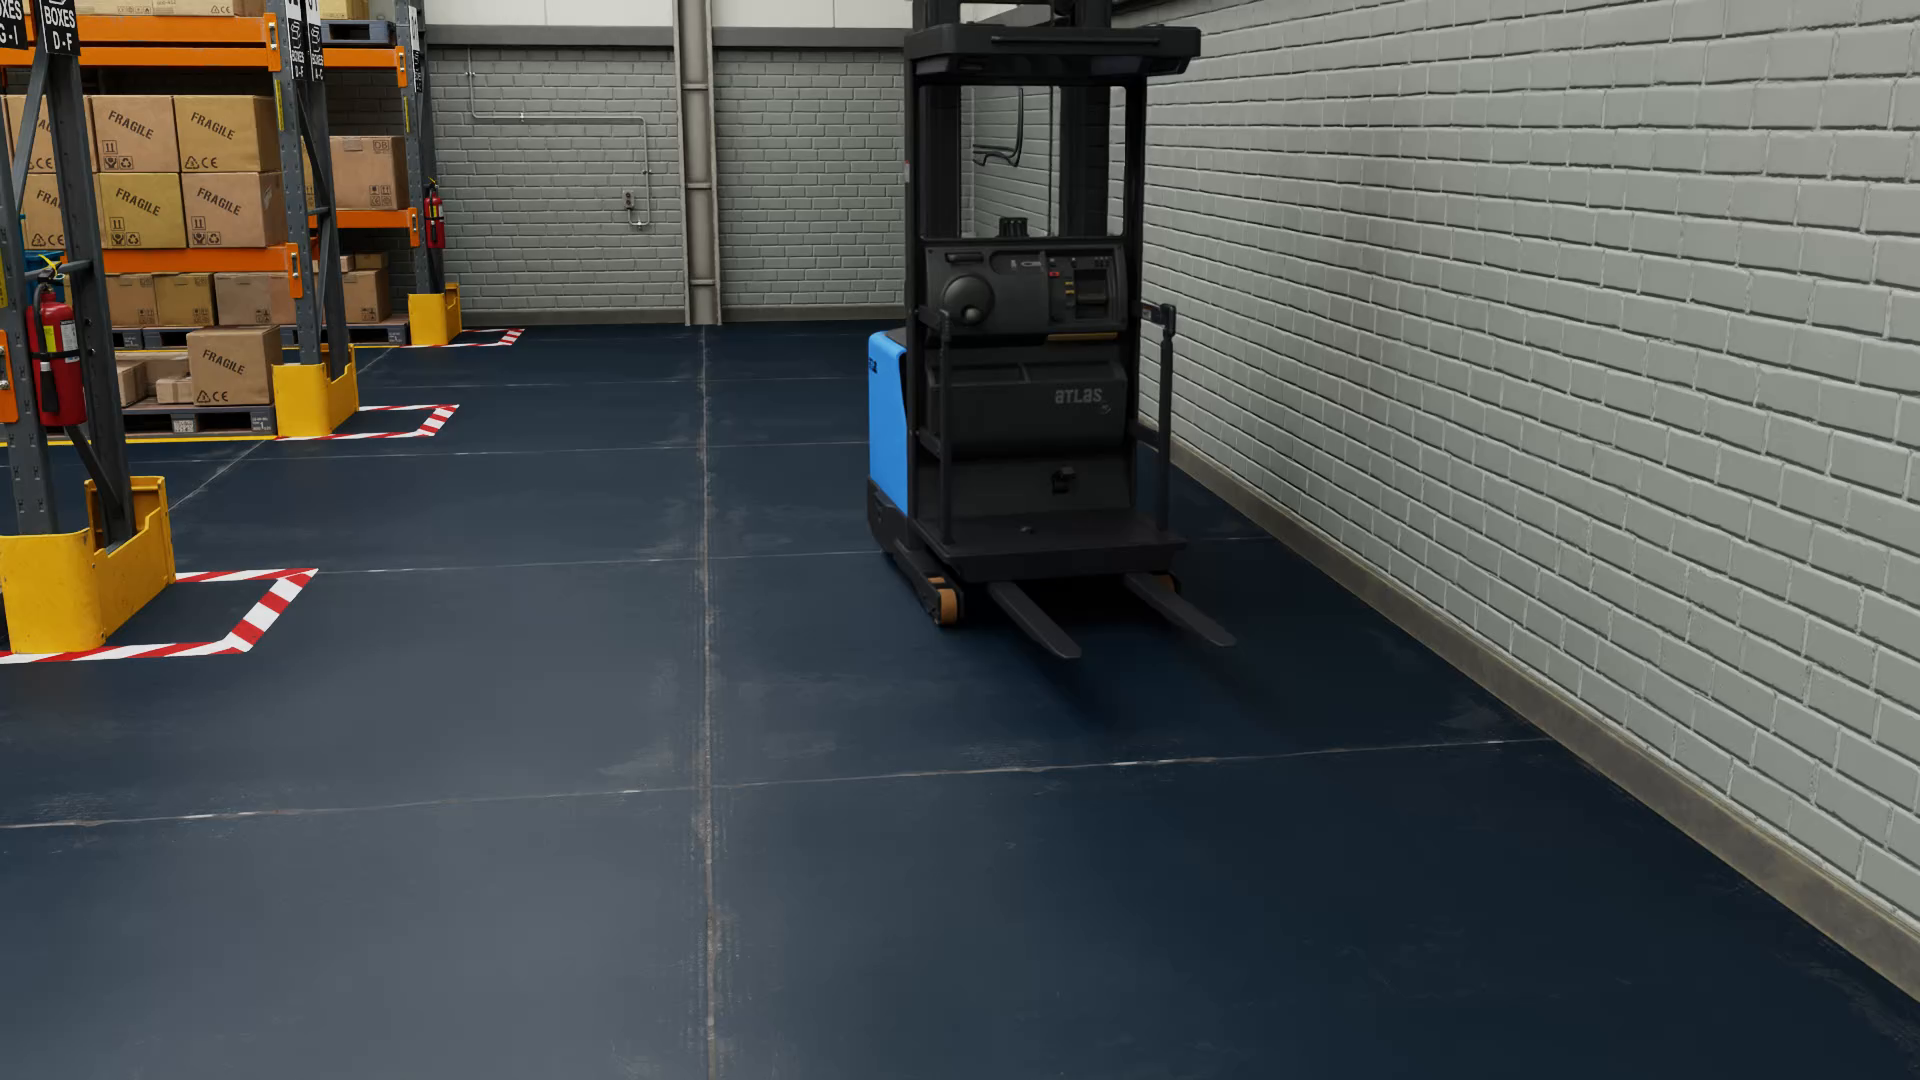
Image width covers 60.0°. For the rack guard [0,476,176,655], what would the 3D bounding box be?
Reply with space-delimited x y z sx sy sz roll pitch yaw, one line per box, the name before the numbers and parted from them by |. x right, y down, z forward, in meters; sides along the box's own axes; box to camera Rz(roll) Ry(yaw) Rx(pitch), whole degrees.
rack guard | -3.837 0.085 7.357 0.348 0.500 1.175 -2 14 -8

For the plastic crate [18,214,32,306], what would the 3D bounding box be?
plastic crate | -4.162 -1.113 6.798 0.499 0.435 0.616 -2 14 -8

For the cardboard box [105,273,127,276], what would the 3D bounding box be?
cardboard box | -8.169 -2.639 16.020 0.250 0.149 0.380 -2 14 -6

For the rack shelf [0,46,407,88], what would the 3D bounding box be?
rack shelf | -7.312 -4.541 15.973 4.000 0.370 1.077 -2 14 -8

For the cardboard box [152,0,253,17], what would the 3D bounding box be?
cardboard box | -5.062 -3.616 11.115 0.500 0.250 0.500 -2 14 -8

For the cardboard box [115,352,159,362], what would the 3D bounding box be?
cardboard box | -6.162 -1.208 12.119 0.500 0.250 0.500 -2 14 -8

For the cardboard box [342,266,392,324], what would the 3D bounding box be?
cardboard box | -6.012 -2.449 16.595 0.500 0.500 0.700 -2 14 -8

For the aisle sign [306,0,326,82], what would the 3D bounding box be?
aisle sign | -4.569 -3.650 11.764 0.004 0.787 0.394 -2 14 -8

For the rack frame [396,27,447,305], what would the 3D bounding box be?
rack frame | -5.335 -3.507 16.539 0.127 3.000 1.000 -2 14 -8

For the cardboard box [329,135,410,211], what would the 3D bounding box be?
cardboard box | -5.837 -3.632 16.420 0.700 0.700 0.980 -1 14 -6

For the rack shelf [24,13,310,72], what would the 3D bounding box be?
rack shelf | -6.571 -3.349 11.222 4.000 0.370 1.077 -2 14 -8

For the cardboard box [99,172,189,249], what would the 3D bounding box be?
cardboard box | -5.508 -2.263 11.372 0.500 0.500 0.500 -2 14 -8

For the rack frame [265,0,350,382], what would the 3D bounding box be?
rack frame | -4.593 -2.316 11.789 0.127 3.000 1.000 -2 14 -8

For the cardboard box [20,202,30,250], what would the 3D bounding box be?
cardboard box | -6.500 -2.228 11.233 0.500 0.500 0.500 -2 14 -9

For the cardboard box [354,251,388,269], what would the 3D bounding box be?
cardboard box | -5.918 -2.816 16.726 0.250 0.149 0.380 -2 14 -8

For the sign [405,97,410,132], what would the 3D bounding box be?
sign | -5.267 -4.052 15.847 0.005 0.325 0.100 -2 14 -8

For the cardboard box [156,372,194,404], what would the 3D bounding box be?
cardboard box | -5.508 -1.083 11.793 0.250 0.166 0.380 -2 14 -8

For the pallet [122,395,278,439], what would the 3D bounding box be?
pallet | -5.456 -0.931 12.001 1.213 0.211 1.003 -2 14 -8

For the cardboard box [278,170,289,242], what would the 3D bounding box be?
cardboard box | -5.071 -2.411 11.965 0.500 0.500 0.500 -2 14 -7

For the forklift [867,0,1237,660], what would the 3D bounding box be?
forklift | 0.355 -1.149 7.280 1.130 2.935 3.031 -3 14 -13

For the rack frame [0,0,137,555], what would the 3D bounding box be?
rack frame | -3.859 -1.124 7.037 0.127 3.000 1.000 -2 14 -8

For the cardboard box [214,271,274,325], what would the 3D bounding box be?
cardboard box | -7.004 -2.412 16.450 0.500 0.500 0.700 -3 14 -10

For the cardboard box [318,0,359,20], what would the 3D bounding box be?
cardboard box | -6.019 -5.051 15.769 0.500 0.250 0.500 -2 14 -7

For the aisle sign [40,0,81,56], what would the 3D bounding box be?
aisle sign | -3.832 -2.459 7.016 0.004 0.787 0.394 -2 14 -8

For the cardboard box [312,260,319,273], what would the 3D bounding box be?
cardboard box | -6.364 -2.706 16.285 0.250 0.149 0.380 -2 14 -7

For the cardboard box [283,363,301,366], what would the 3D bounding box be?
cardboard box | -5.058 -1.214 12.351 0.250 0.149 0.380 -2 14 -8

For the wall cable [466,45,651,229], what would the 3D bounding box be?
wall cable | -4.209 -4.274 17.508 1.851 1.984 0.084 -2 14 -8

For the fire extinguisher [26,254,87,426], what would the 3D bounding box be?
fire extinguisher | -3.642 -0.802 6.678 0.183 0.674 0.296 -2 14 -8

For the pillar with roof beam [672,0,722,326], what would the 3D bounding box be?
pillar with roof beam | -2.152 -5.687 12.900 0.400 9.000 9.100 -2 14 -8

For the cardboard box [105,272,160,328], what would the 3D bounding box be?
cardboard box | -8.038 -2.373 16.294 0.500 0.500 0.700 -2 14 -9

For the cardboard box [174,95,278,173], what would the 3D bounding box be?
cardboard box | -4.992 -2.767 11.327 0.500 0.500 0.500 -2 14 -9

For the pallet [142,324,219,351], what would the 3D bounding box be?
pallet | -7.317 -2.063 16.515 1.213 0.211 1.003 -2 14 -8

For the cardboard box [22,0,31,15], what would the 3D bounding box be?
cardboard box | -6.050 -3.579 10.968 0.500 0.250 0.500 -2 14 -8

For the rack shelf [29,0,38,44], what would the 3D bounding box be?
rack shelf | -5.836 -2.157 6.471 4.000 0.370 1.077 -2 14 -8

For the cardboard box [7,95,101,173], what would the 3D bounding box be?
cardboard box | -6.003 -2.728 11.174 0.500 0.500 0.500 -2 14 -7

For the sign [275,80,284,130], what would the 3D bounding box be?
sign | -4.530 -2.896 11.074 0.005 0.325 0.100 -2 14 -8

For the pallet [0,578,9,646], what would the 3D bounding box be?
pallet | -4.680 0.249 7.294 1.213 0.211 1.003 -2 14 -8
